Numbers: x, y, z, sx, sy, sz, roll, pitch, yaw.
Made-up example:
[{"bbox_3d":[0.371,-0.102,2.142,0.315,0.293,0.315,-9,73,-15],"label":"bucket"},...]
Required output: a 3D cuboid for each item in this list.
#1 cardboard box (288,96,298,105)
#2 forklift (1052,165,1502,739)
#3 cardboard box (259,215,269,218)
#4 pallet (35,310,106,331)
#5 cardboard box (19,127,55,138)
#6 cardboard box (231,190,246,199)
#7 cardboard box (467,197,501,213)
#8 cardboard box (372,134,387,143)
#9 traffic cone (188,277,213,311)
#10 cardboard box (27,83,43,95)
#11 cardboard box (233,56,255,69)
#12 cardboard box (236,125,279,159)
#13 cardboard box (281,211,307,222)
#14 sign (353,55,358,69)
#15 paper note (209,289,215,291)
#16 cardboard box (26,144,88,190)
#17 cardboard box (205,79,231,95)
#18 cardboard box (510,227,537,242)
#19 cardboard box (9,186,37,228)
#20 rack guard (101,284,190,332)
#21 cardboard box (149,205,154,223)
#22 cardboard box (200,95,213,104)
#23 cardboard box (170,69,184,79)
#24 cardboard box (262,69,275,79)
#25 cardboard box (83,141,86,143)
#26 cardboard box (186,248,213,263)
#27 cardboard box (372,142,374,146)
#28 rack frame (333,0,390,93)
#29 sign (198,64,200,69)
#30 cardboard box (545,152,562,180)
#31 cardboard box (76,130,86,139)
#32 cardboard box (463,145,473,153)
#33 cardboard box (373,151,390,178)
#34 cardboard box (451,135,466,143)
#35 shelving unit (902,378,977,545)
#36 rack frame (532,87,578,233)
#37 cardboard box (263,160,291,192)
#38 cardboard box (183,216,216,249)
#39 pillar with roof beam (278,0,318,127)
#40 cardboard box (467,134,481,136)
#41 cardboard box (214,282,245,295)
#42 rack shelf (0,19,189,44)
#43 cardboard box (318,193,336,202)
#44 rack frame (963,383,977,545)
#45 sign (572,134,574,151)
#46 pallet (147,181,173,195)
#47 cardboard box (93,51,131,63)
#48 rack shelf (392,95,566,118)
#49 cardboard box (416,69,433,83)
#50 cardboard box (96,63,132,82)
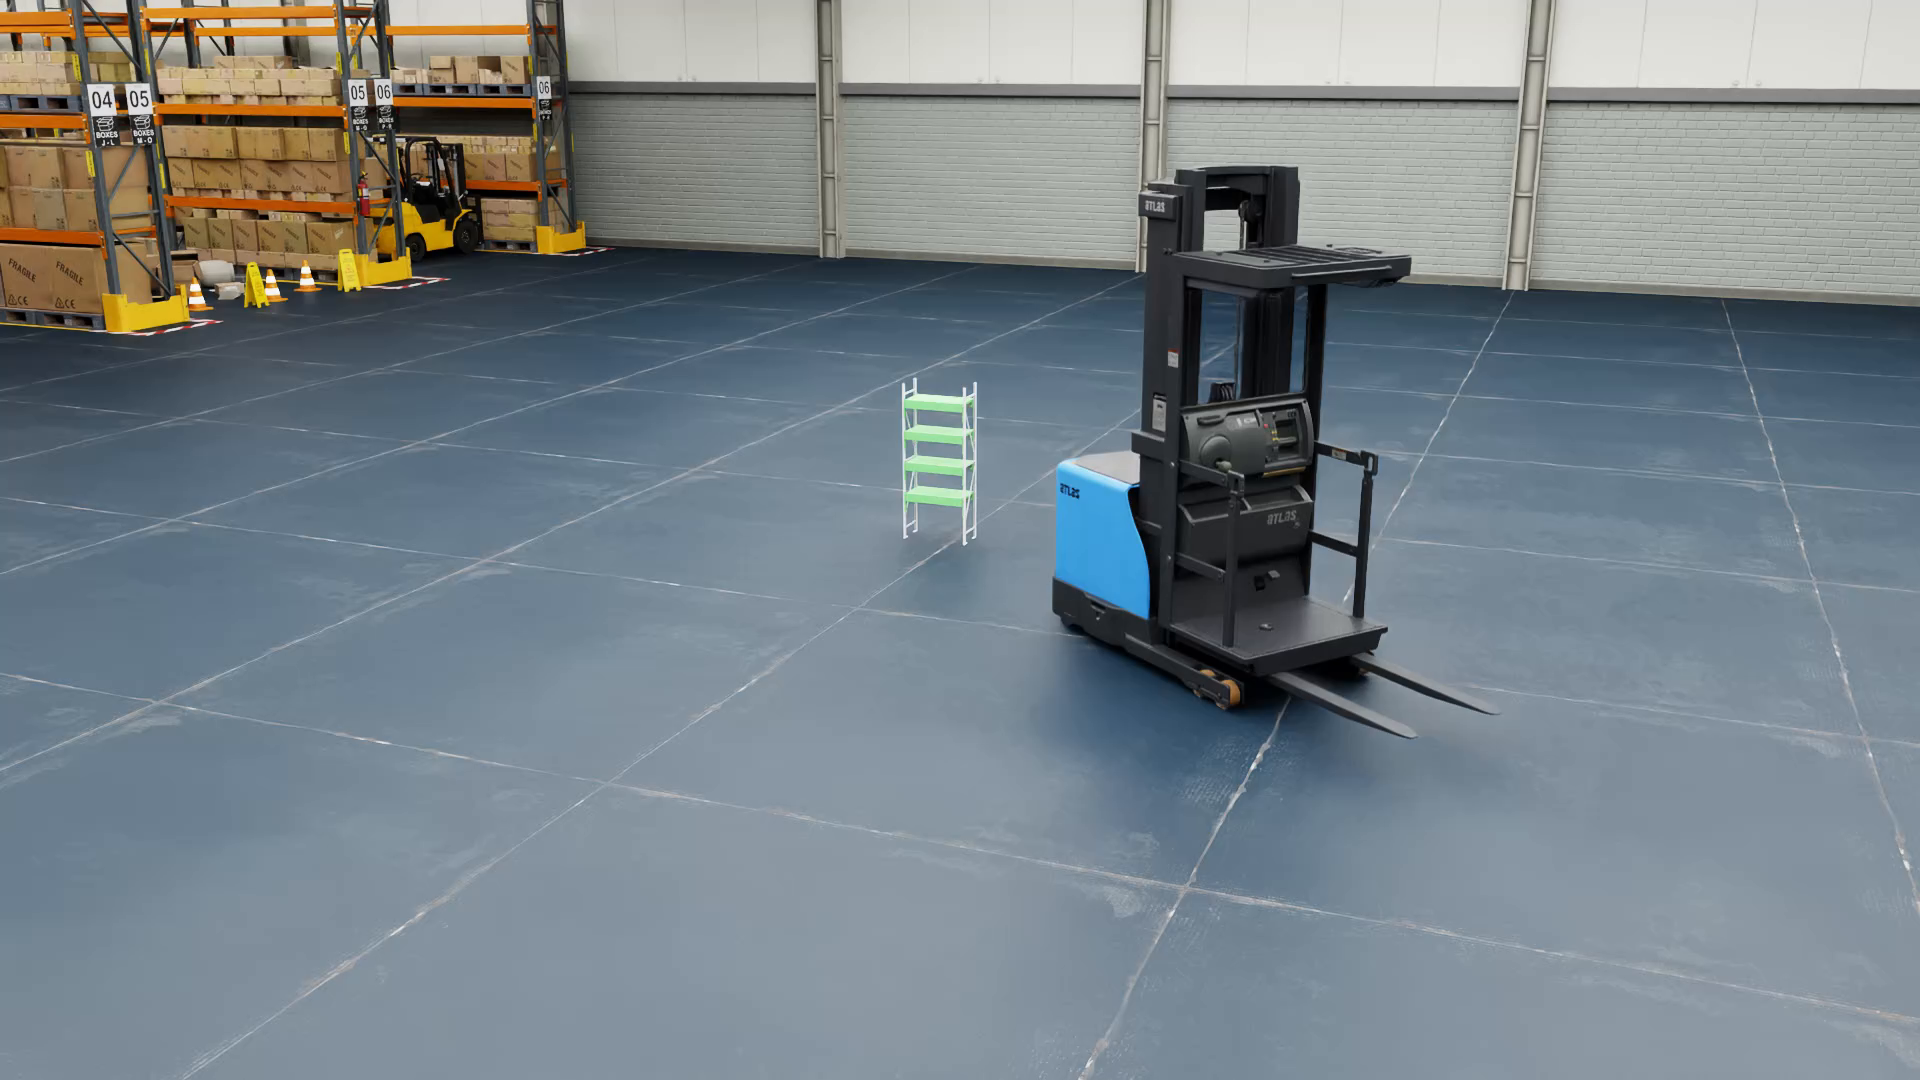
[{"bbox_3d":[-10.546,-7.058,26.676,0.250,0.149,0.380,6,17,21],"label":"cardboard box"},{"bbox_3d":[1.789,-0.600,9.482,1.130,2.935,3.031,-10,19,-30],"label":"forklift"},{"bbox_3d":[-11.545,-5.234,28.156,0.500,0.500,0.500,7,18,24],"label":"cardboard box"},{"bbox_3d":[-11.917,-3.106,22.995,1.213,0.211,1.003,6,17,21],"label":"pallet"},{"bbox_3d":[-20.055,-8.846,36.153,0.500,0.500,0.500,6,17,19],"label":"cardboard box"},{"bbox_3d":[-11.781,-5.718,27.440,0.250,0.149,0.380,6,17,21],"label":"cardboard box"},{"bbox_3d":[-9.097,-6.393,31.700,0.500,0.250,0.500,7,17,21],"label":"cardboard box"},{"bbox_3d":[-11.138,-7.768,32.174,0.250,0.149,0.380,7,17,22],"label":"cardboard box"},{"bbox_3d":[-11.117,-3.588,24.203,0.334,0.463,0.336,6,17,21],"label":"traffic cone"},{"bbox_3d":[-12.051,-5.952,21.932,0.250,0.149,0.380,7,17,21],"label":"cardboard box"},{"bbox_3d":[-13.956,-9.359,33.040,0.500,0.500,0.700,6,17,20],"label":"cardboard box"},{"bbox_3d":[-11.371,-6.511,27.215,0.500,0.500,0.700,6,17,20],"label":"cardboard box"},{"bbox_3d":[-10.862,-5.292,27.192,0.250,0.149,0.380,7,17,22],"label":"cardboard box"},{"bbox_3d":[-11.515,-9.073,31.675,0.005,0.325,0.100,6,17,21],"label":"sign"},{"bbox_3d":[-11.767,-3.953,26.256,0.142,0.019,0.148,14,21,40],"label":"paper note"},{"bbox_3d":[-12.021,-5.055,22.499,0.550,0.550,0.875,6,17,21],"label":"cardboard box"},{"bbox_3d":[-11.890,-7.378,27.061,0.500,0.250,0.500,6,17,21],"label":"cardboard box"},{"bbox_3d":[-8.157,-5.813,31.496,0.500,0.250,0.500,6,17,21],"label":"cardboard box"},{"bbox_3d":[-12.501,-4.623,22.947,0.550,0.550,0.875,6,17,21],"label":"cardboard box"},{"bbox_3d":[-11.122,-3.181,22.734,0.348,0.500,1.175,6,17,21],"label":"rack guard"},{"bbox_3d":[-16.958,-6.928,34.888,0.500,0.500,0.500,6,17,19],"label":"cardboard box"},{"bbox_3d":[-12.231,-7.238,27.295,0.250,0.149,0.380,7,18,22],"label":"cardboard box"},{"bbox_3d":[-12.717,-7.654,27.299,0.250,0.149,0.380,7,18,22],"label":"cardboard box"},{"bbox_3d":[-10.991,-7.496,26.755,0.250,0.149,0.380,6,17,19],"label":"cardboard box"},{"bbox_3d":[-14.596,-6.572,28.466,0.500,0.500,0.500,7,18,23],"label":"cardboard box"},{"bbox_3d":[-12.693,-4.838,28.137,0.500,0.250,0.500,5,17,18],"label":"cardboard box"},{"bbox_3d":[-11.573,-7.826,32.908,0.250,0.149,0.380,6,17,19],"label":"cardboard box"},{"bbox_3d":[-9.422,-8.559,26.015,0.127,3.000,1.000,6,17,21],"label":"rack frame"},{"bbox_3d":[-12.951,-7.917,28.259,0.005,0.325,0.100,6,17,21],"label":"sign"},{"bbox_3d":[-7.963,-7.136,31.696,0.500,0.500,0.500,7,18,22],"label":"cardboard box"},{"bbox_3d":[-15.239,-7.106,29.142,0.250,0.149,0.380,5,17,18],"label":"cardboard box"},{"bbox_3d":[-9.232,-7.413,31.485,0.250,0.149,0.380,6,17,21],"label":"cardboard box"},{"bbox_3d":[-11.008,-7.310,32.293,0.500,0.500,0.500,6,17,19],"label":"cardboard box"},{"bbox_3d":[-9.444,-7.605,31.615,0.250,0.149,0.380,7,17,21],"label":"cardboard box"},{"bbox_3d":[-0.154,-0.593,12.565,0.503,1.200,0.258,6,17,21],"label":"shelving unit"},{"bbox_3d":[-7.604,-6.966,31.288,0.127,3.000,1.000,6,17,21],"label":"rack frame"},{"bbox_3d":[-10.956,-5.957,27.102,0.500,0.500,0.500,6,17,20],"label":"cardboard box"},{"bbox_3d":[-12.693,-5.198,28.032,0.500,0.500,0.500,7,18,23],"label":"cardboard box"},{"bbox_3d":[-15.082,-9.649,29.770,0.400,9.000,9.100,6,17,21],"label":"pillar with roof beam"},{"bbox_3d":[-9.267,-7.724,32.021,0.250,0.149,0.380,6,17,21],"label":"cardboard box"},{"bbox_3d":[-11.382,-3.919,25.906,0.380,0.149,0.250,-12,20,-37],"label":"cardboard box"},{"bbox_3d":[-15.003,-8.635,28.286,4.000,0.370,1.077,6,17,21],"label":"rack shelf"},{"bbox_3d":[-10.125,-5.537,26.818,0.250,0.149,0.380,6,17,20],"label":"cardboard box"},{"bbox_3d":[0.073,-0.568,12.479,0.015,1.200,0.240,6,17,21],"label":"rack frame"},{"bbox_3d":[-7.395,-7.563,31.650,0.005,0.325,0.100,6,17,21],"label":"sign"},{"bbox_3d":[-13.801,-6.111,28.687,1.213,0.211,1.003,6,17,21],"label":"pallet"},{"bbox_3d":[-11.338,-6.453,22.229,0.250,0.149,0.380,6,17,21],"label":"cardboard box"},{"bbox_3d":[-9.465,-8.265,31.674,4.000,0.370,1.077,6,17,21],"label":"rack shelf"},{"bbox_3d":[-10.056,-8.770,31.431,0.258,0.266,0.396,6,17,19],"label":"cardboard box"},{"bbox_3d":[-11.499,-6.261,22.282,0.500,0.250,0.500,6,17,21],"label":"cardboard box"}]
